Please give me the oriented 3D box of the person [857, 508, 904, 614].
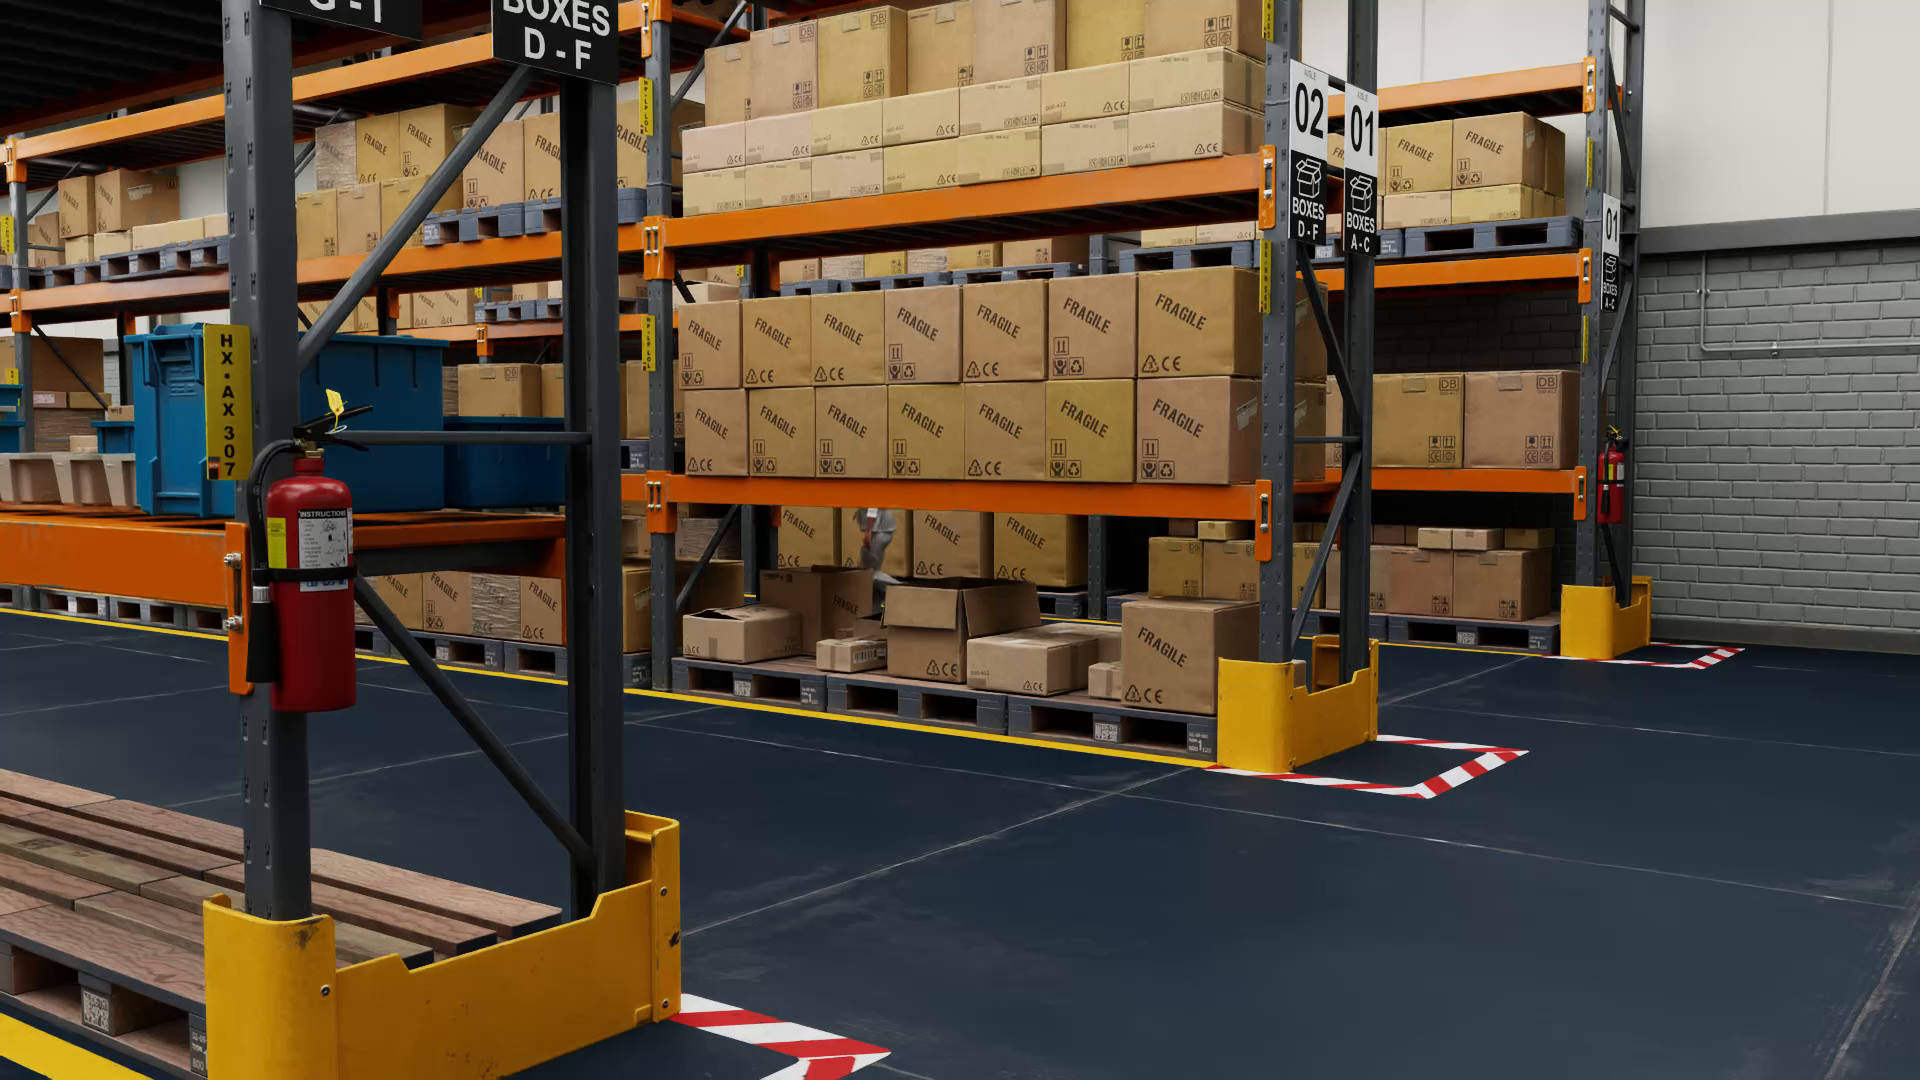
[{"bbox_3d":[-0.573,-0.047,12.512,0.625,1.590,0.455,0,3,-2],"label":"person"}]
